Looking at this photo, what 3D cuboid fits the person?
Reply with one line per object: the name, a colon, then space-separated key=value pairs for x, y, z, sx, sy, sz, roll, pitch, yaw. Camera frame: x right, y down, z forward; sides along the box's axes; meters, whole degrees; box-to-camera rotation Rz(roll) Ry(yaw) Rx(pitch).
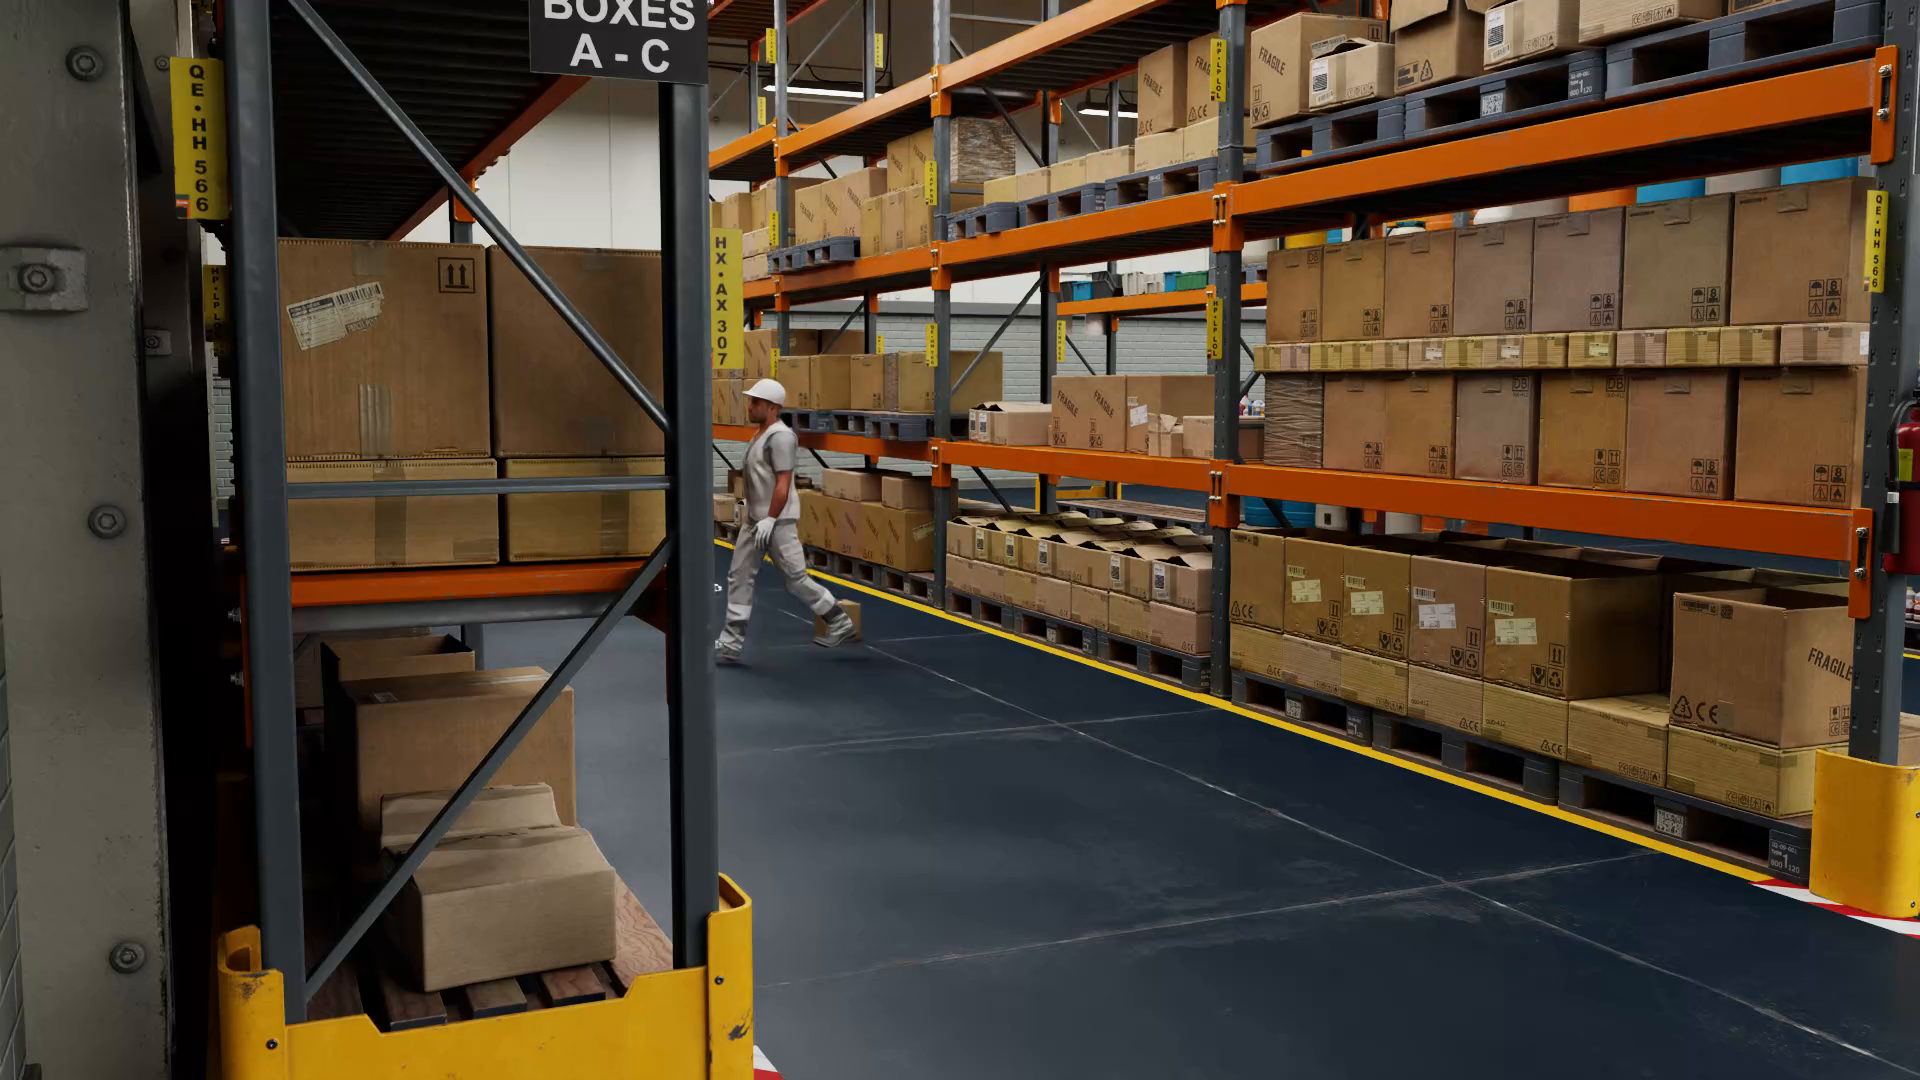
person: x=-1.153 y=-0.120 z=10.364 sx=1.024 sy=1.761 sz=0.537 roll=-3 pitch=6 yaw=-27
